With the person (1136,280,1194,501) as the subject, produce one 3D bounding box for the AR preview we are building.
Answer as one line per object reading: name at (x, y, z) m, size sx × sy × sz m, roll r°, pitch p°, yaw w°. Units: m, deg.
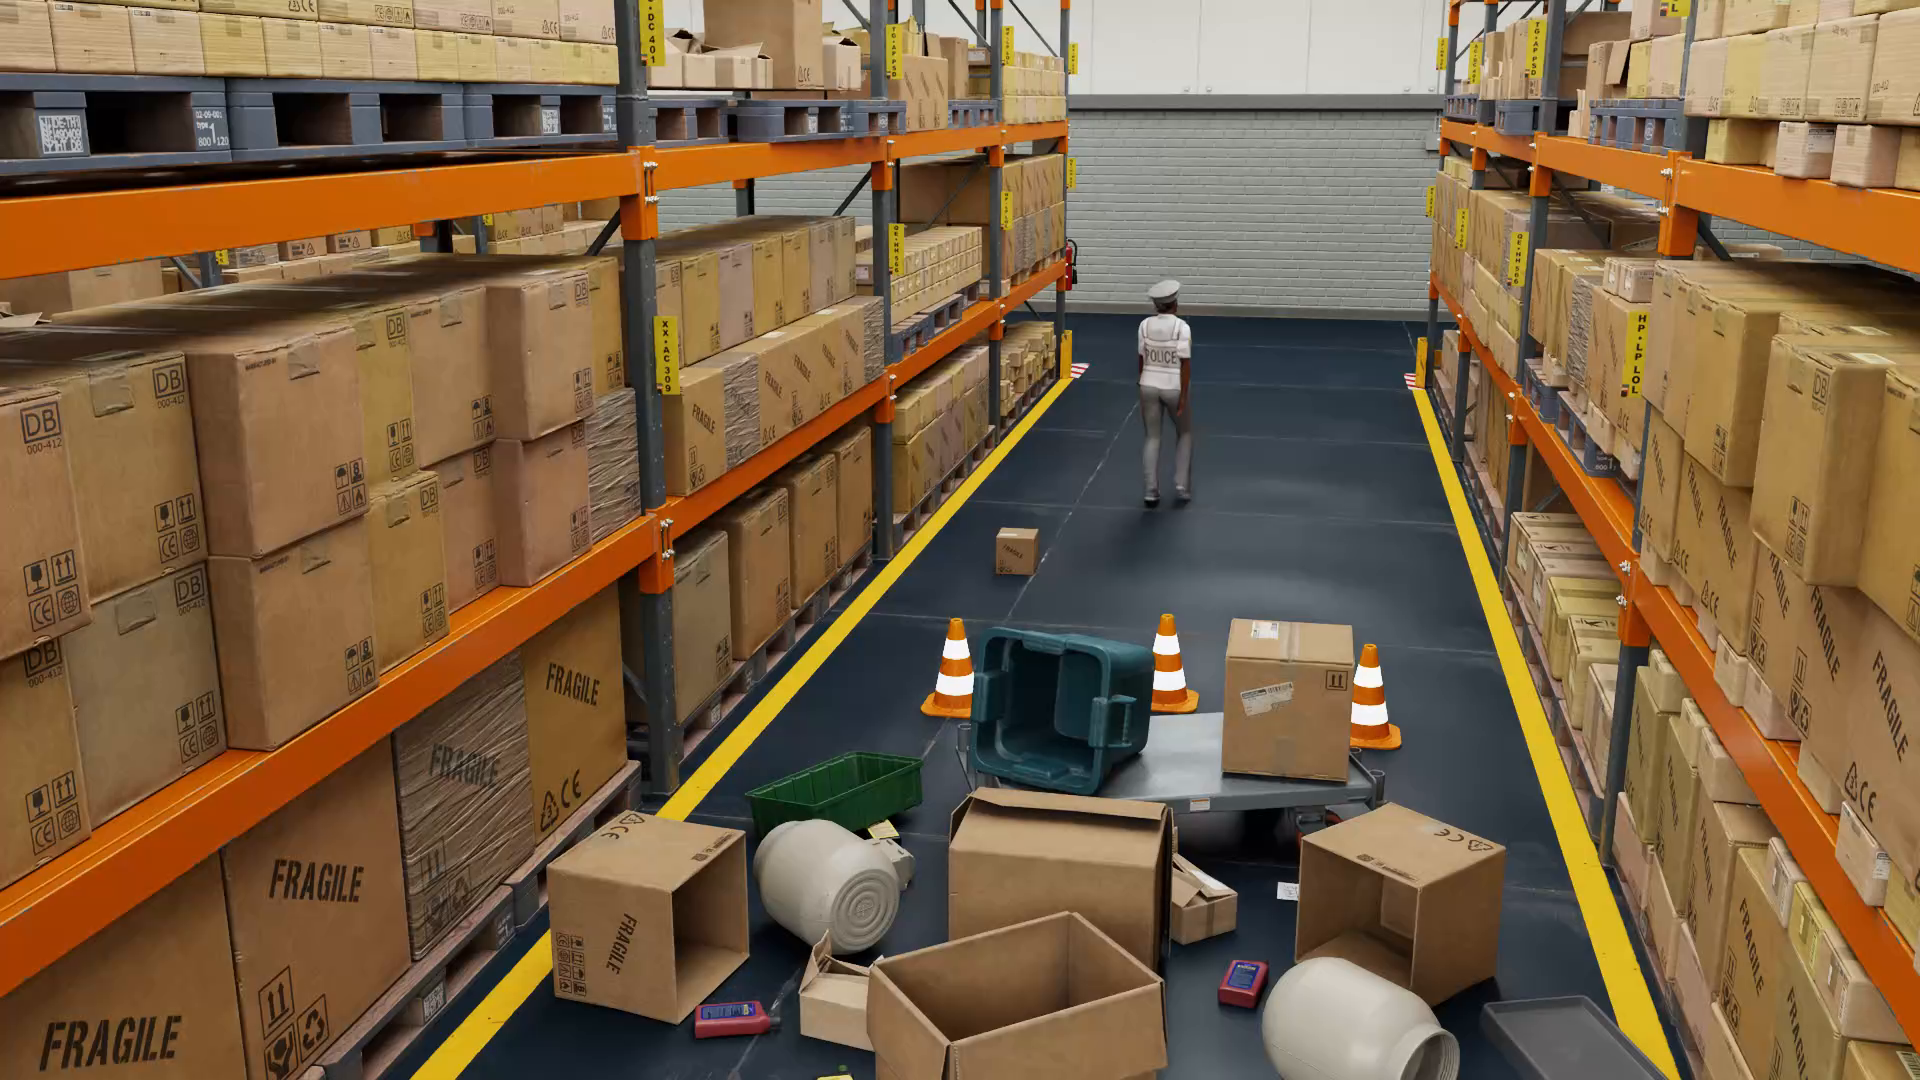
person at (1.571, -1.100, 12.725) m, size 0.454 × 1.768 × 0.593 m, roll 6°, pitch 16°, yaw 23°
